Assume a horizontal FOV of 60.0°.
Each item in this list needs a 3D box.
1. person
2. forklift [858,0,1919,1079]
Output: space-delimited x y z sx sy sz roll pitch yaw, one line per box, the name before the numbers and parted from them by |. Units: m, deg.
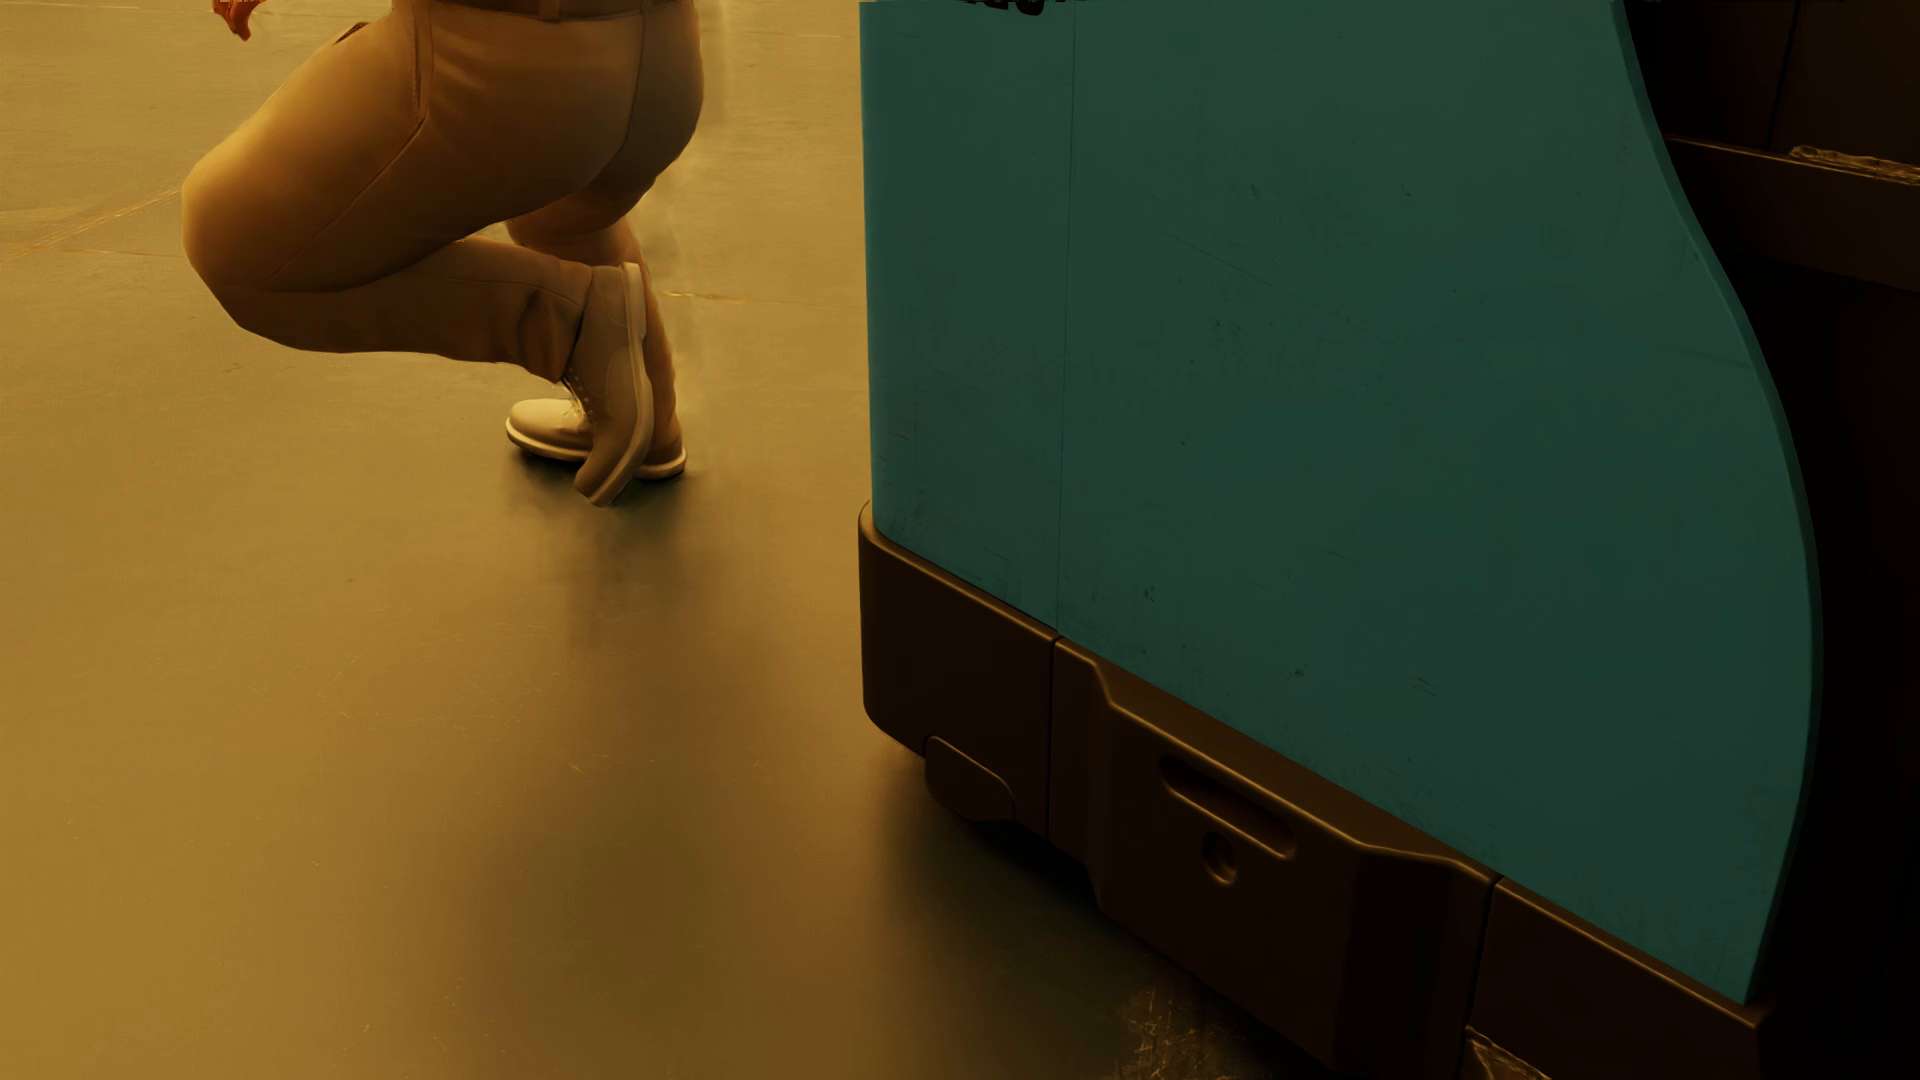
person | -0.612 -0.677 2.098 0.721 1.562 0.797 10 29 20
forklift | 1.231 -0.700 0.634 1.130 2.935 3.031 -21 34 -36
